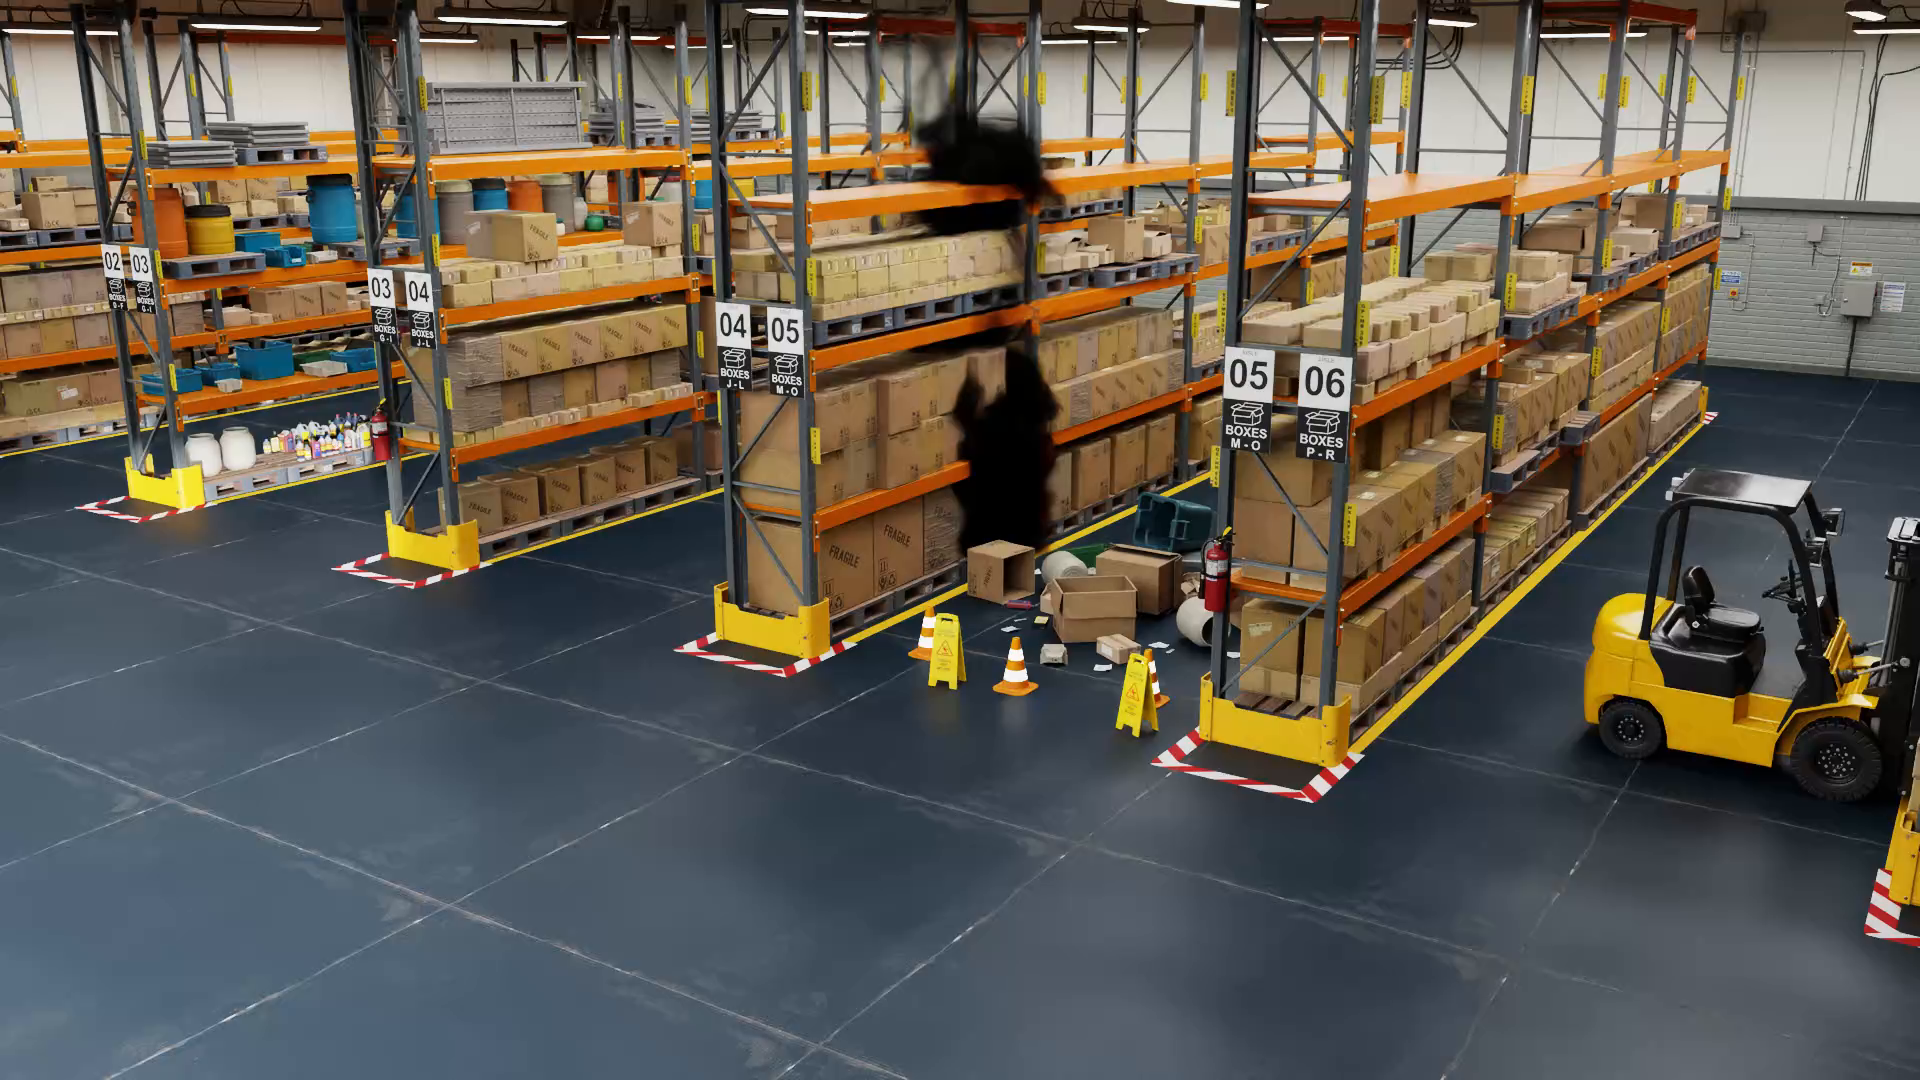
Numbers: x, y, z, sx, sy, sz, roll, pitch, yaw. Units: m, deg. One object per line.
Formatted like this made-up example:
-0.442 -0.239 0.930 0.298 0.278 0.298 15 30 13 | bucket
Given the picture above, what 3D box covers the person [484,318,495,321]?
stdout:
-7.842 -3.360 28.062 0.714 1.739 0.846 6 17 22 | person
